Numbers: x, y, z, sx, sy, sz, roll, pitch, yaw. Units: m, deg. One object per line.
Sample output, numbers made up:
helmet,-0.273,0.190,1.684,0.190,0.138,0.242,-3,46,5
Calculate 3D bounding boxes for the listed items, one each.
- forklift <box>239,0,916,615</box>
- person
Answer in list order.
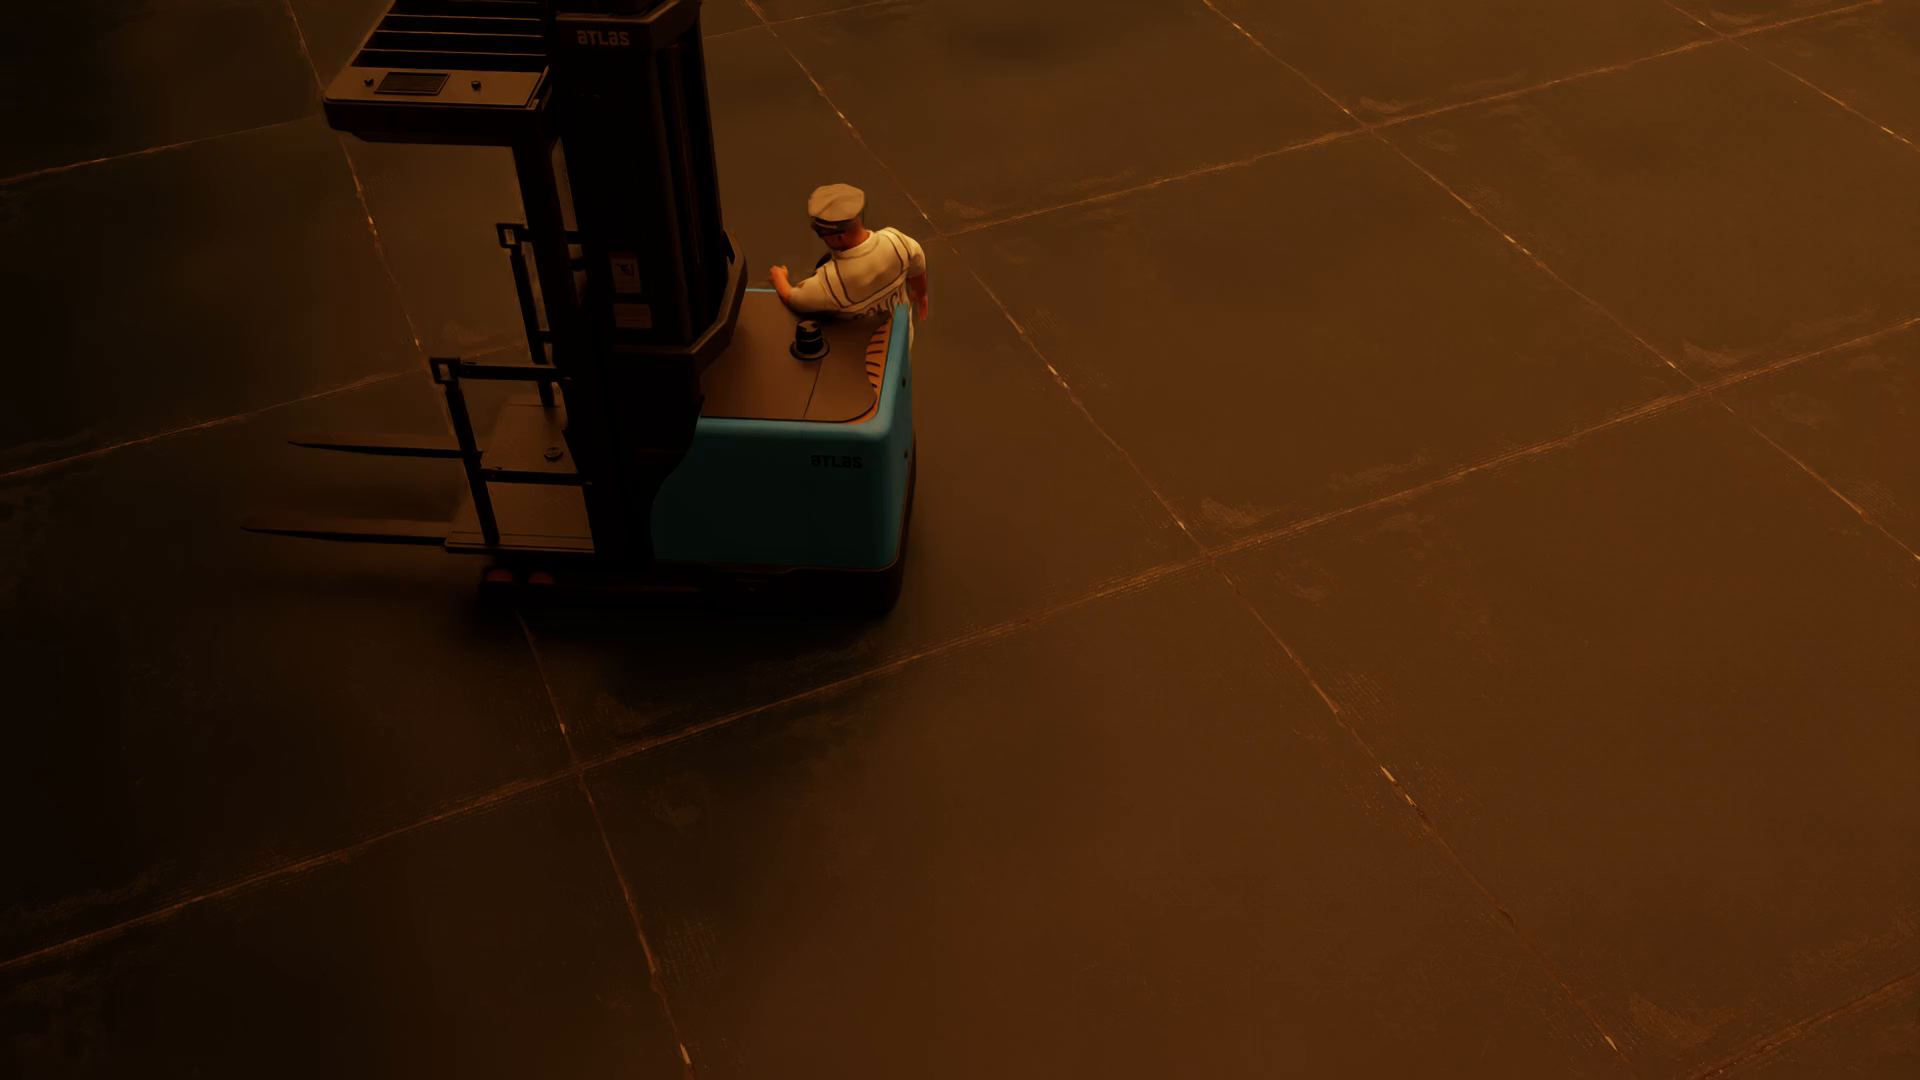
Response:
forklift,-1.753,-1.128,6.889,3.031,2.935,1.130,3,43,3
person,-0.489,-0.973,7.666,0.888,1.651,0.806,31,51,29
